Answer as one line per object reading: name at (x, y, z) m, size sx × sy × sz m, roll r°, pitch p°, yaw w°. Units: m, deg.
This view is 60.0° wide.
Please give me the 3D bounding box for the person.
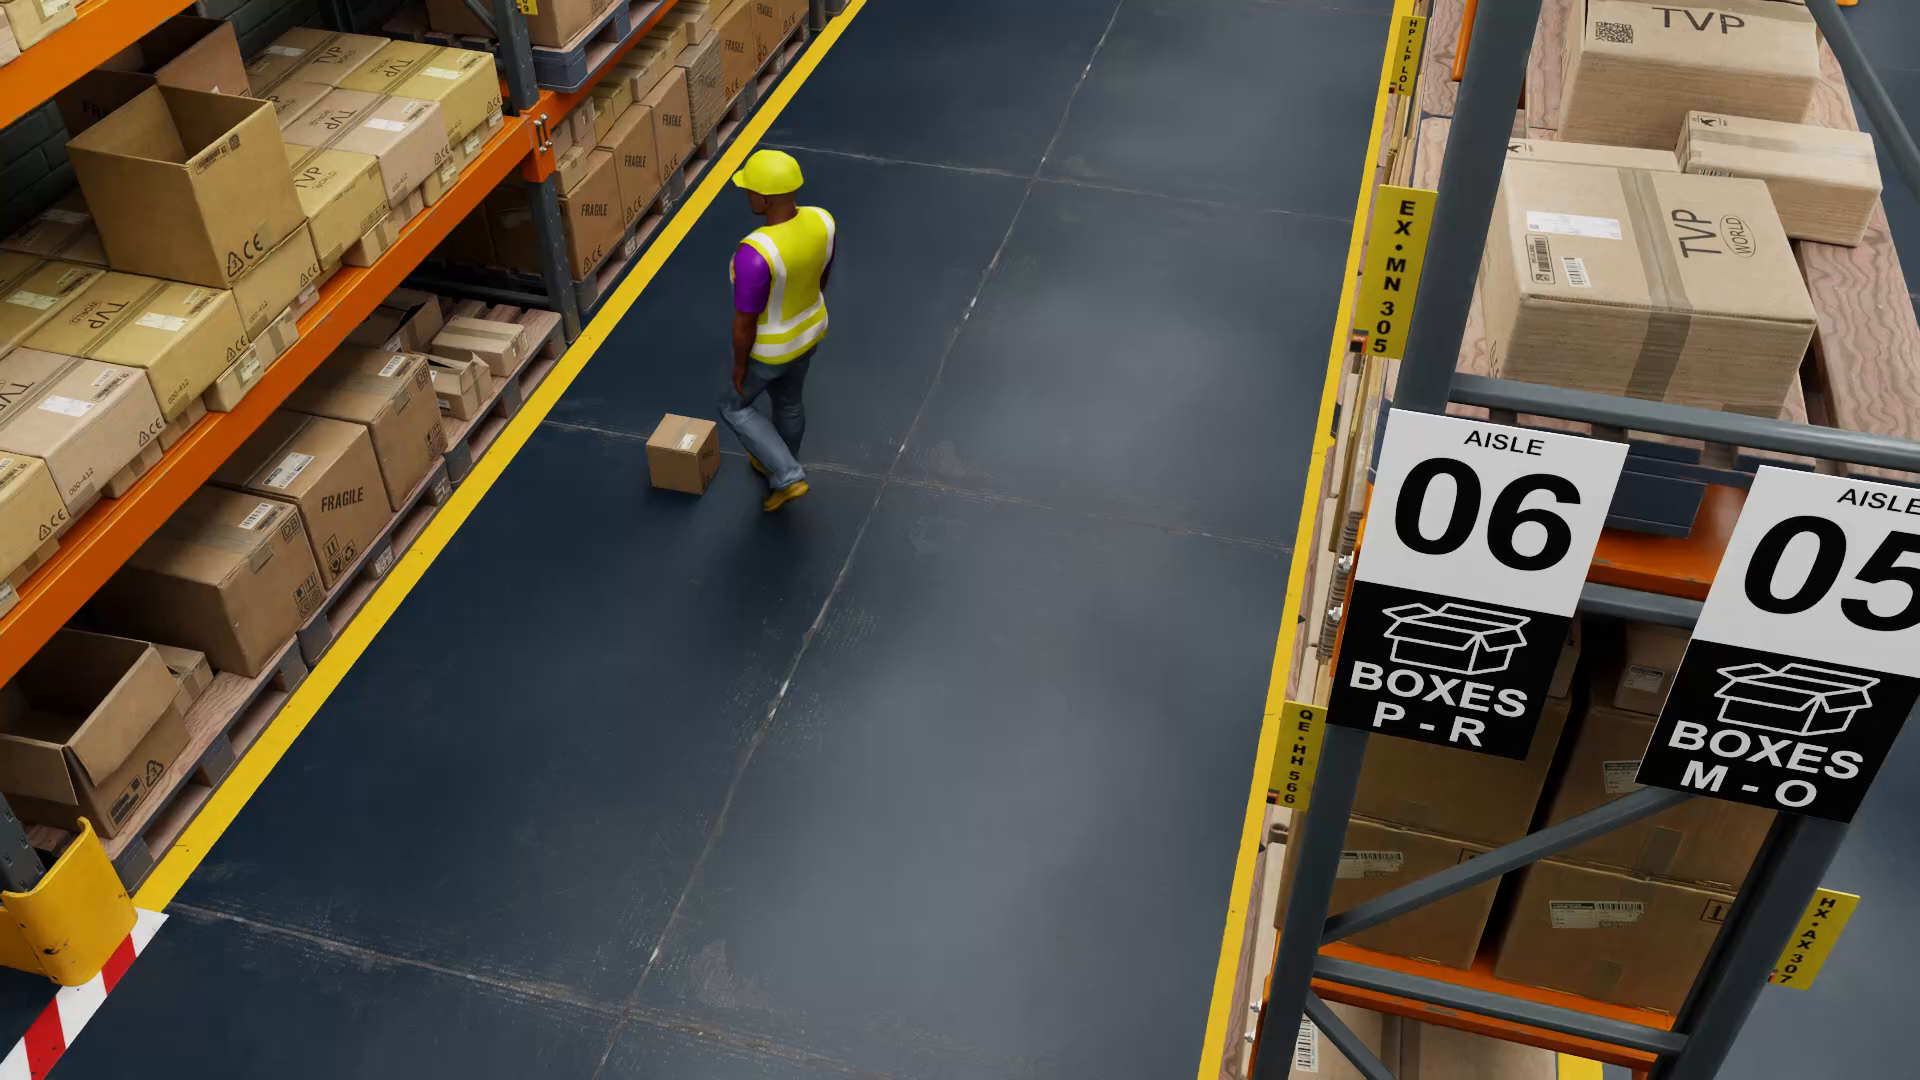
person at (-0.823, -0.906, 7.186) m, size 0.571 × 1.762 × 0.619 m, roll 28°, pitch 48°, yaw 29°
